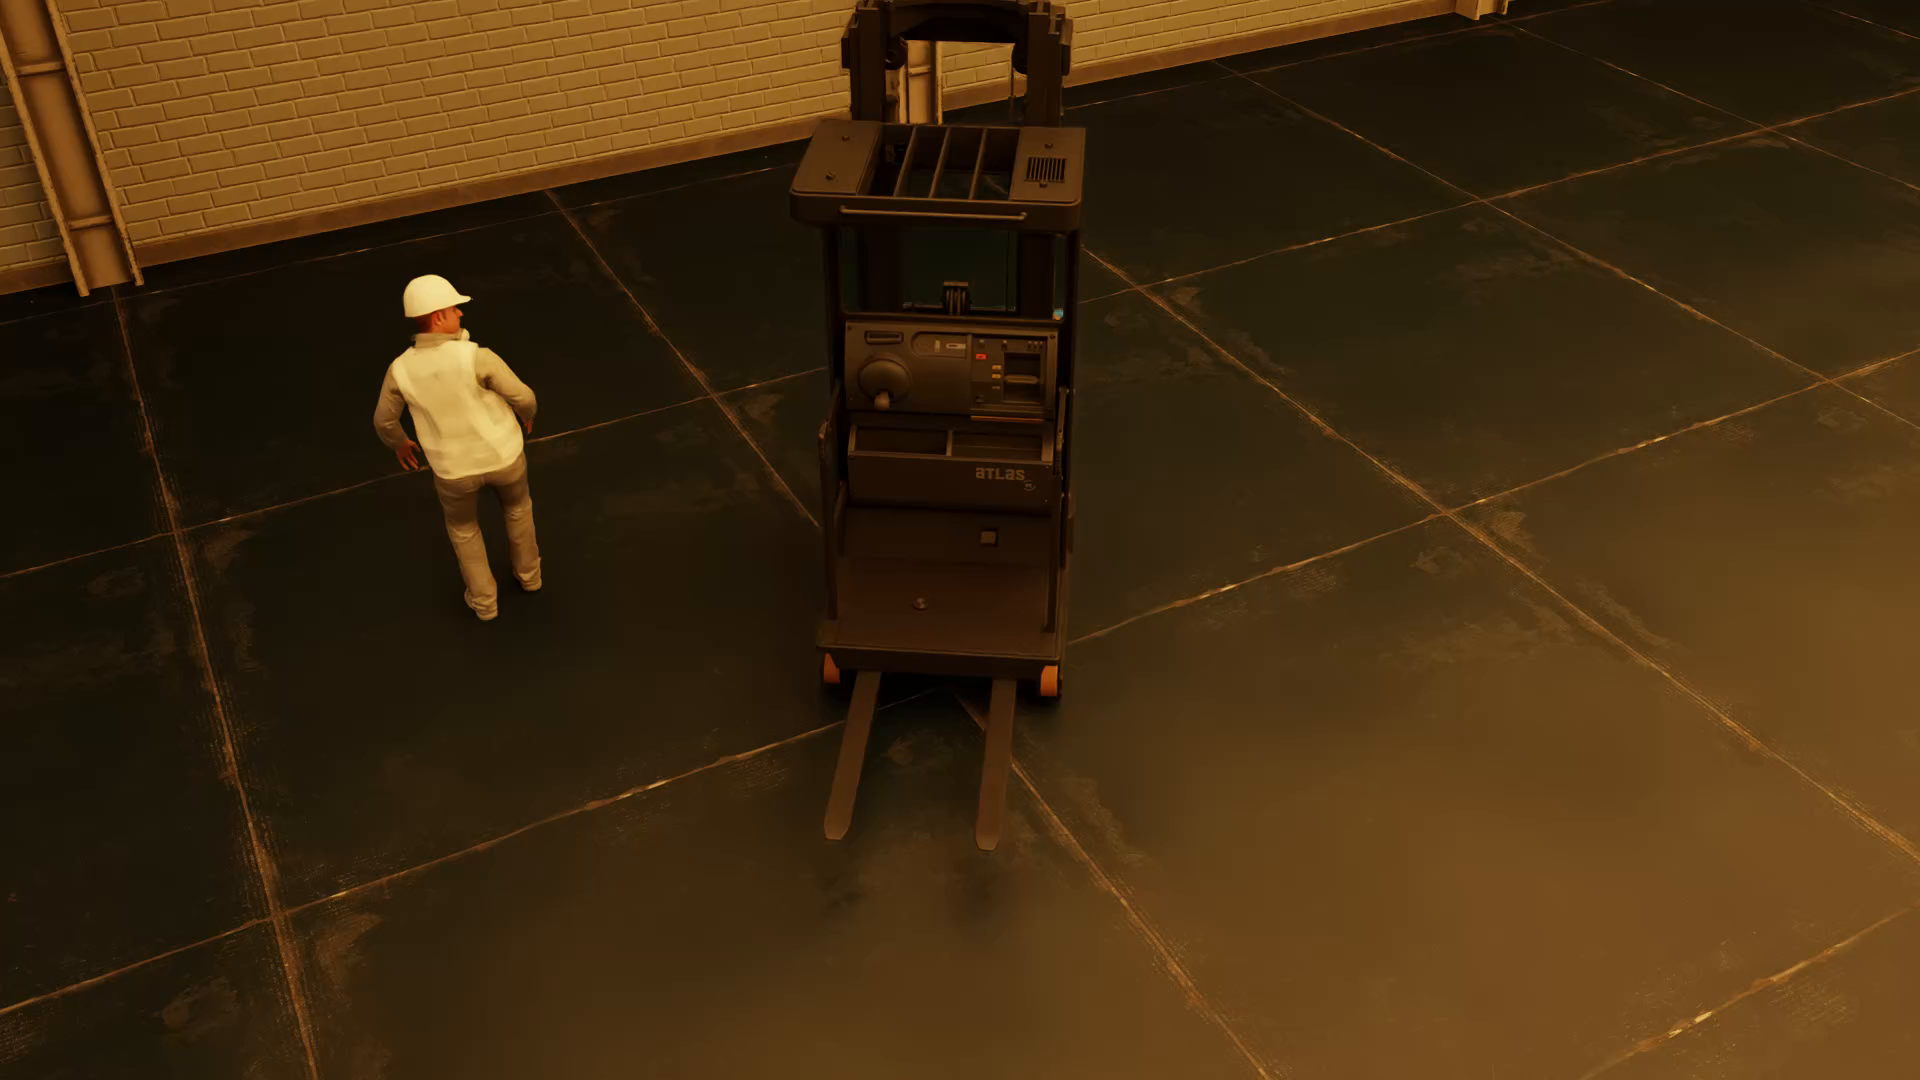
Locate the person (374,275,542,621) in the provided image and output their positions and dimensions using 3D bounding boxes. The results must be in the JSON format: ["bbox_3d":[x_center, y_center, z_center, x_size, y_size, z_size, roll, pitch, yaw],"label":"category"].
[{"bbox_3d":[-2.319,-0.432,7.778,0.728,1.740,0.515,-9,36,-12],"label":"person"}]

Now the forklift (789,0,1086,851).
[{"bbox_3d":[-0.059,-0.680,7.085,1.130,2.935,3.031,3,35,4],"label":"forklift"}]
